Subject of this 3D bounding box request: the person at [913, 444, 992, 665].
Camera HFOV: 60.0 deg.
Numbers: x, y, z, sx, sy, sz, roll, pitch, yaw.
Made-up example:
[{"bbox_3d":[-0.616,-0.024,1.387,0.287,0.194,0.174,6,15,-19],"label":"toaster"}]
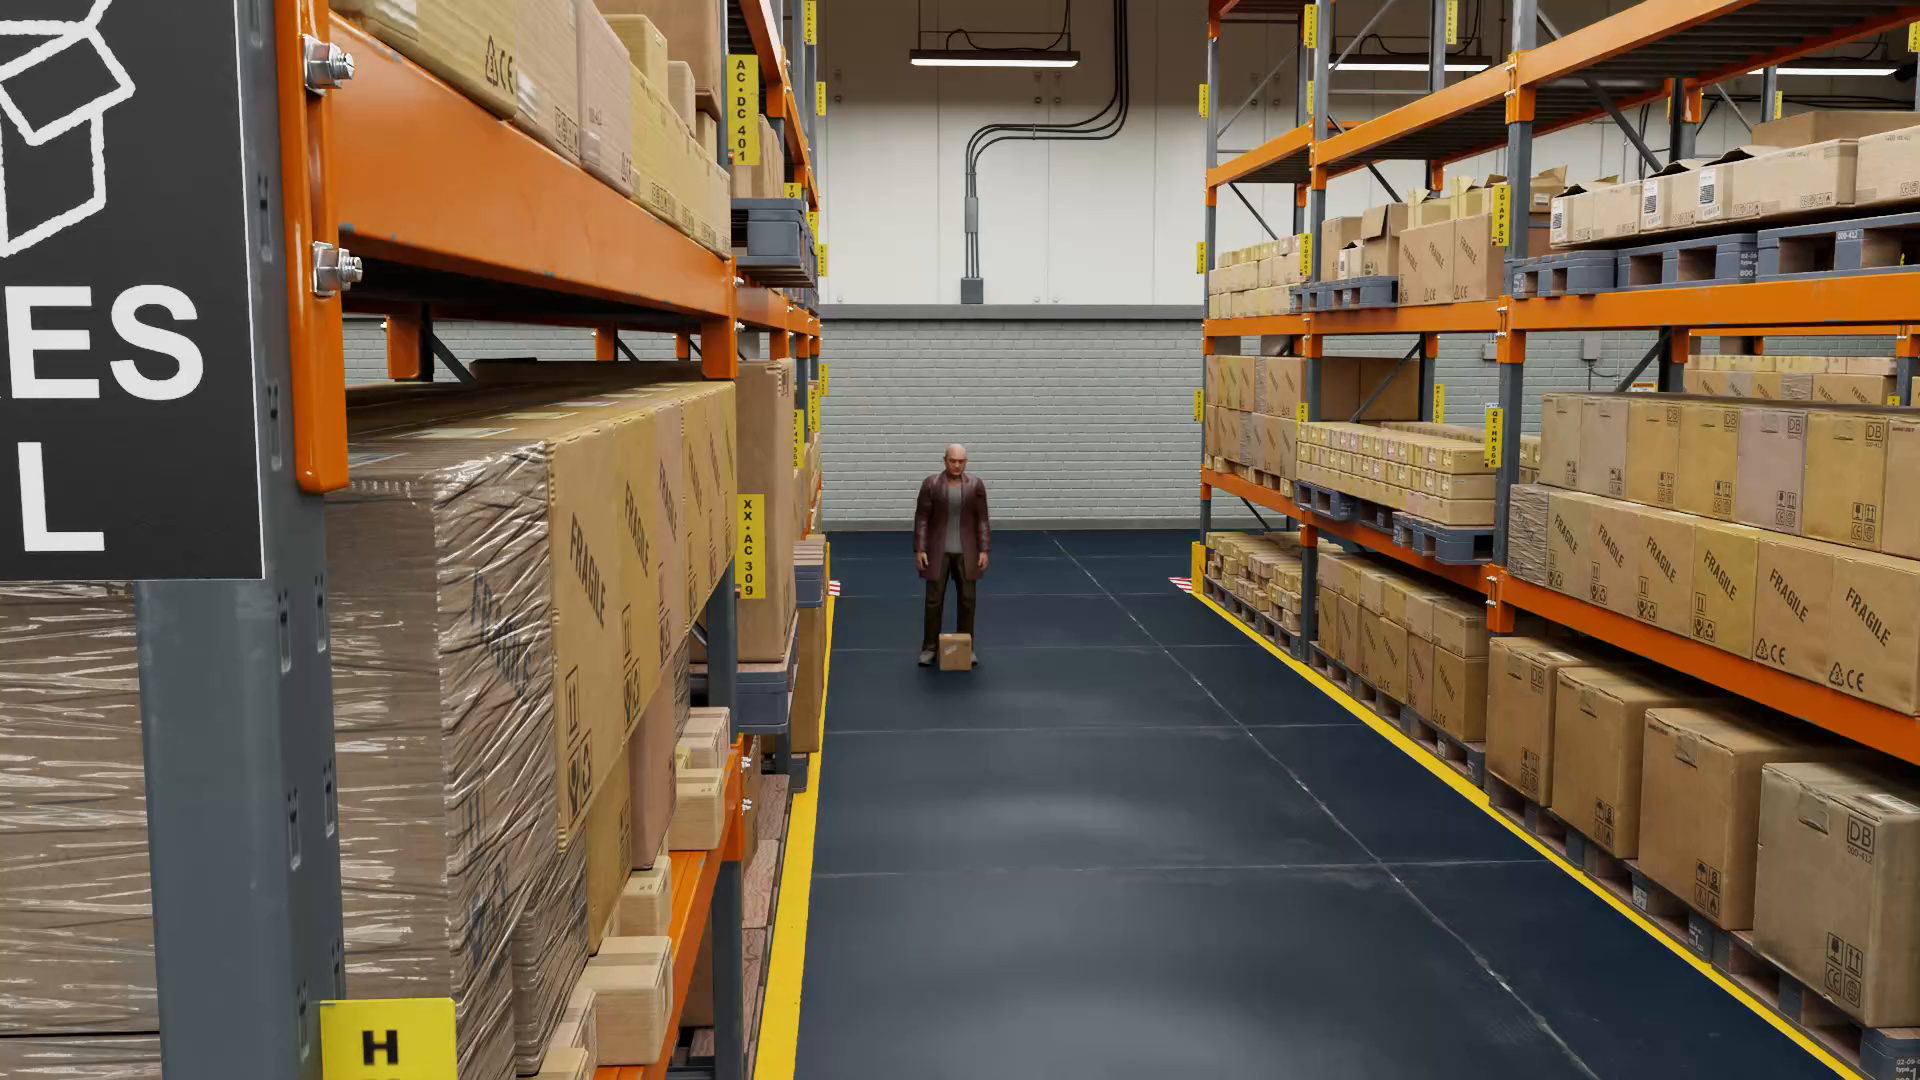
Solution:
[{"bbox_3d":[-0.061,0.107,13.398,0.640,1.772,0.428,-1,7,-6],"label":"person"}]
